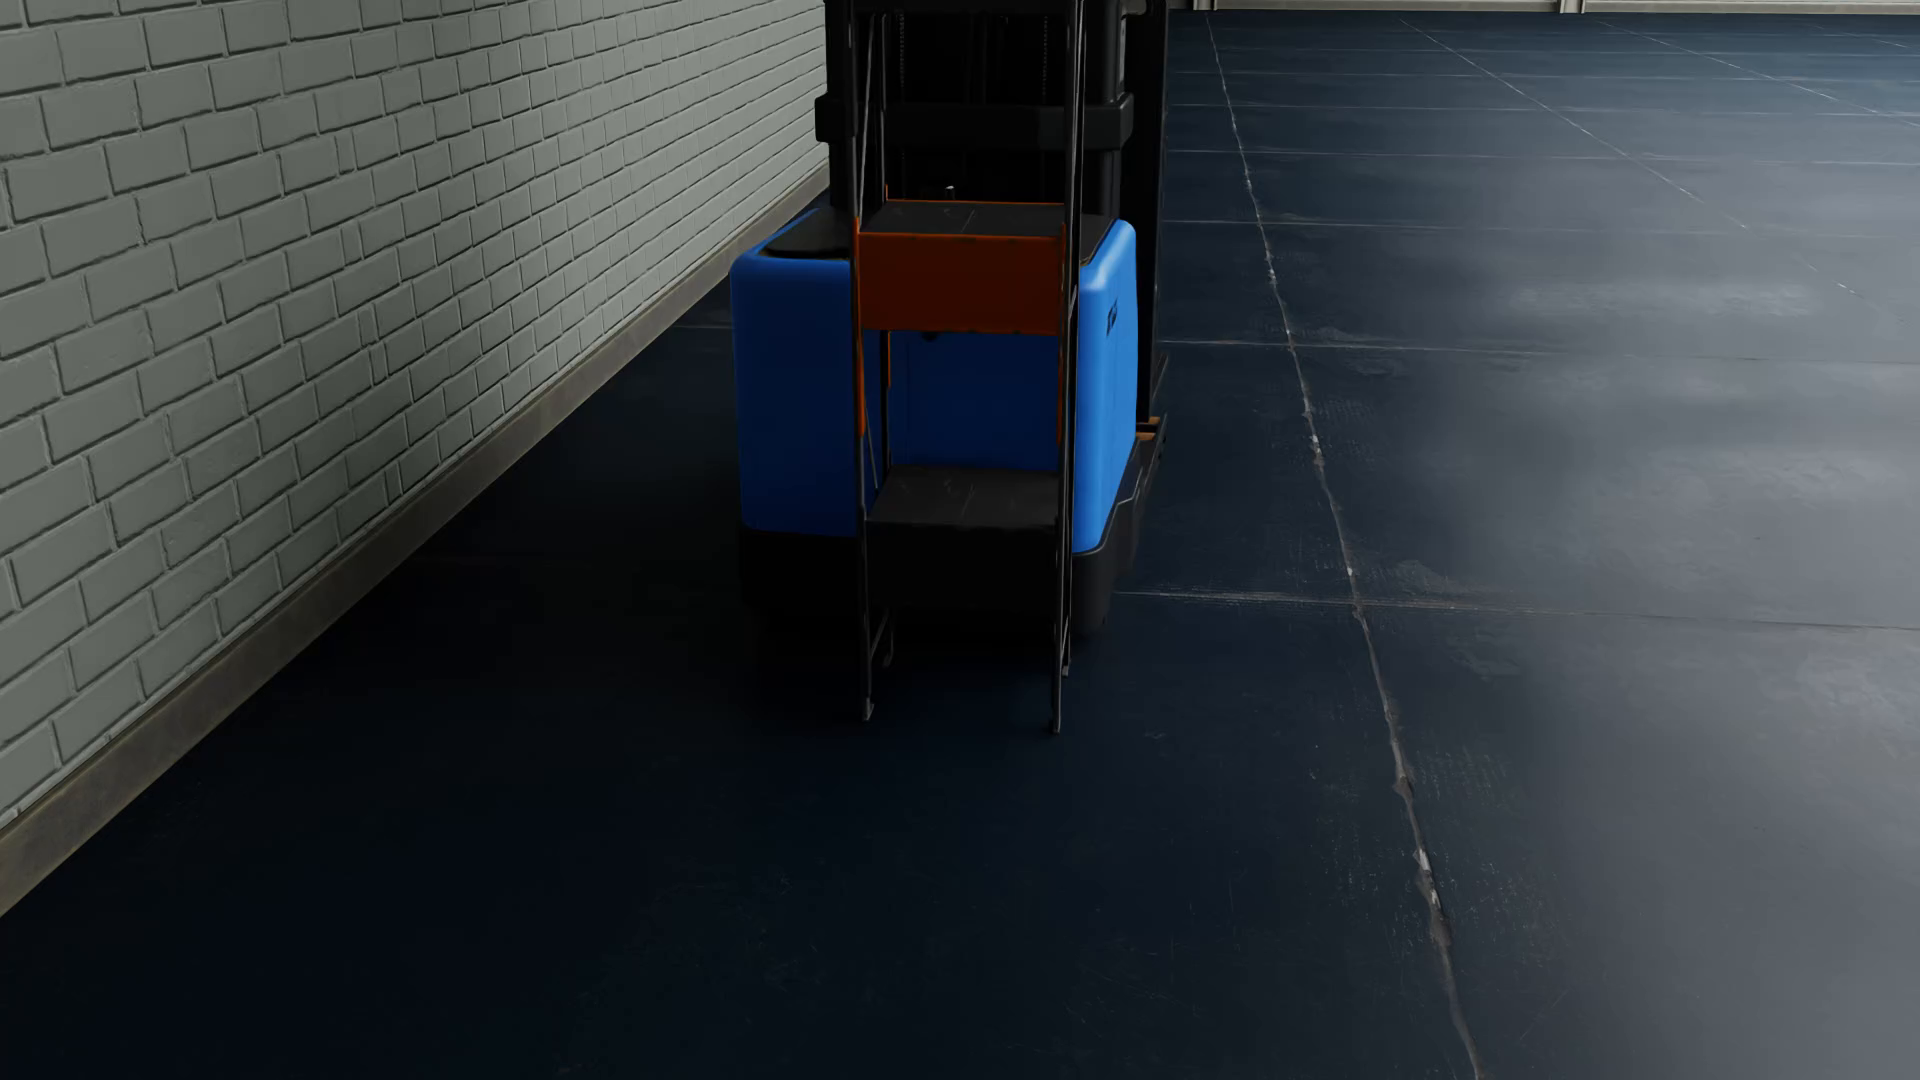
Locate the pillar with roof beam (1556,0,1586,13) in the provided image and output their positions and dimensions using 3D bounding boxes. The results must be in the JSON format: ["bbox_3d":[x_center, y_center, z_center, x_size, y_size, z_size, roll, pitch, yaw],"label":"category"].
[{"bbox_3d":[9.605,-11.359,21.932,0.400,9.000,9.100,2,22,6],"label":"pillar with roof beam"}]

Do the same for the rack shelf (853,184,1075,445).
[{"bbox_3d":[0.023,-0.552,4.006,0.480,0.518,0.431,3,23,7],"label":"rack shelf"}]

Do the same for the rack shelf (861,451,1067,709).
[{"bbox_3d":[0.024,0.094,4.275,0.480,0.518,0.431,3,23,7],"label":"rack shelf"}]

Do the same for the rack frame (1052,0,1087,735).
[{"bbox_3d":[0.265,-0.553,3.972,0.015,2.100,0.400,3,23,7],"label":"rack frame"}]

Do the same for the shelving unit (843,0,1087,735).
[{"bbox_3d":[0.023,-0.565,4.000,0.503,2.100,0.431,3,23,7],"label":"shelving unit"}]

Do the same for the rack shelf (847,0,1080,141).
[{"bbox_3d":[0.022,-1.198,3.736,0.480,0.518,0.431,3,23,7],"label":"rack shelf"}]

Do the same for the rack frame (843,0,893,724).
[{"bbox_3d":[-0.219,-0.577,4.029,0.015,2.100,0.400,3,23,7],"label":"rack frame"}]

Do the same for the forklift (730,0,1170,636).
[{"bbox_3d":[0.162,-1.607,5.518,1.130,2.935,3.031,4,22,11],"label":"forklift"}]

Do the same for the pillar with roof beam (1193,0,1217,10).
[{"bbox_3d":[3.647,-11.619,22.589,0.400,9.000,9.100,2,22,6],"label":"pillar with roof beam"}]
